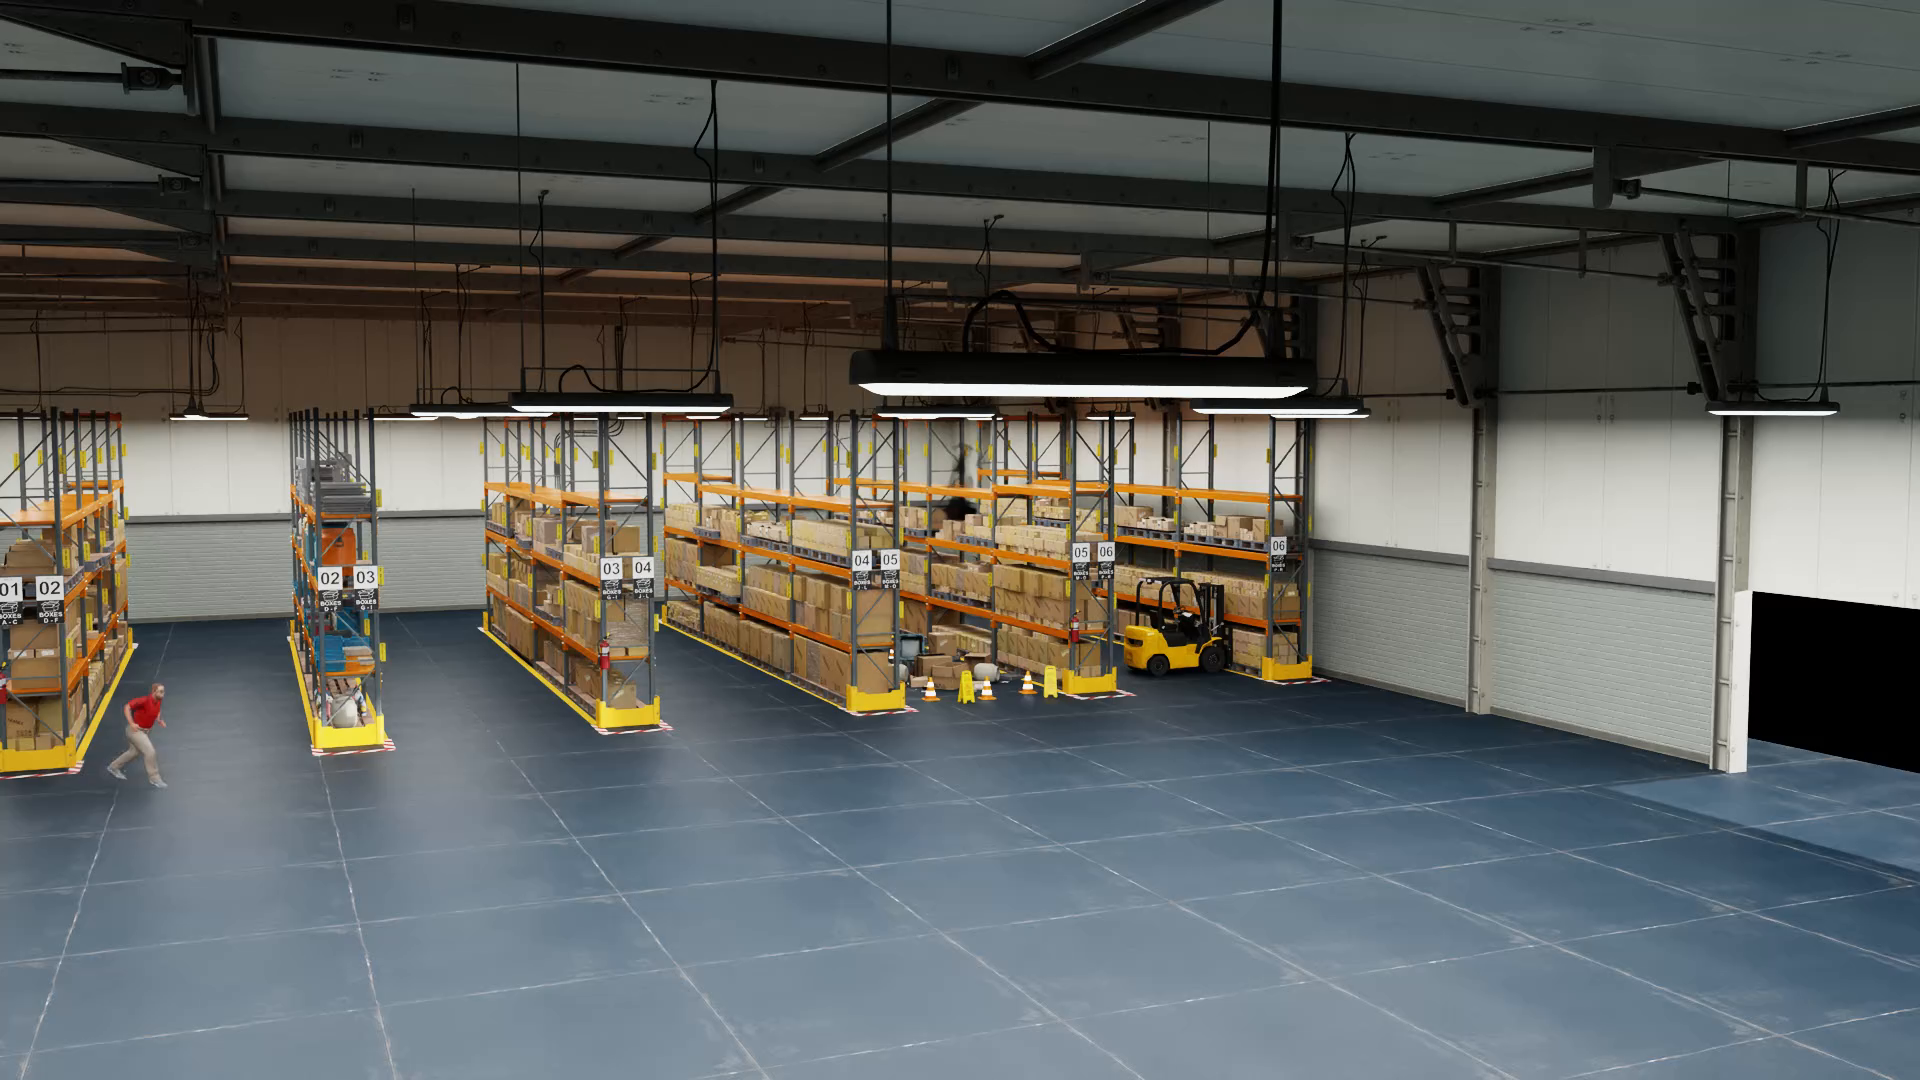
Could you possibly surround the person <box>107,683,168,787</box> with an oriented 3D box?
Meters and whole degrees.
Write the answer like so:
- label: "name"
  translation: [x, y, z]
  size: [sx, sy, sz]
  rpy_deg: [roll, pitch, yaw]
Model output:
- label: "person"
  translation: [-13.008, 3.092, 26.226]
  size: [1.021, 1.696, 0.704]
  rpy_deg: [0, 4, 7]
